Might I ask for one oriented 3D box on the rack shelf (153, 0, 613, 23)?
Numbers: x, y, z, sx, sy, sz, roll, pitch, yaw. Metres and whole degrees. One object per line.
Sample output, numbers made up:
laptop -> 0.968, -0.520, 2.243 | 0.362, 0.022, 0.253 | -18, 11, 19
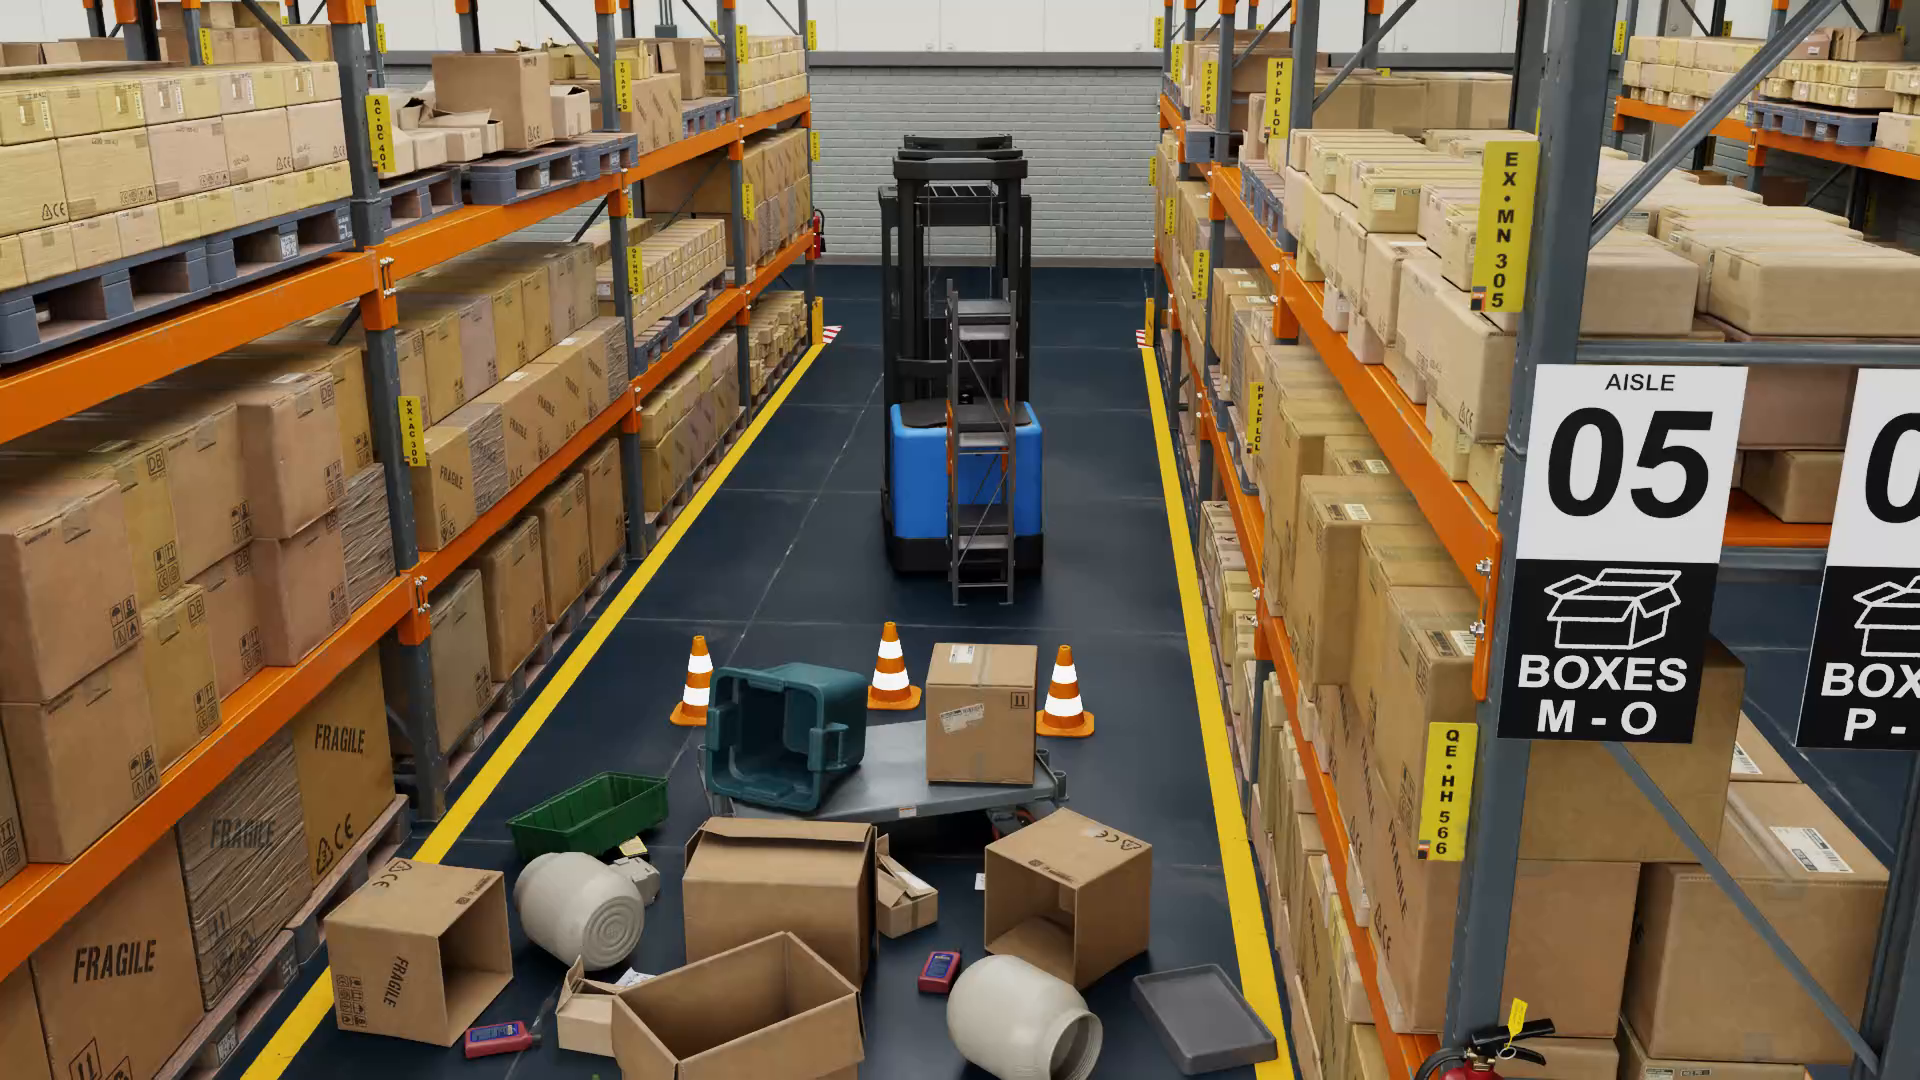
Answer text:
rack shelf -> -2.914, -2.999, 8.920 | 1.077, 0.370, 4.000 | 1, 18, 4

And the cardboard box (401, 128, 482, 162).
cardboard box -> -2.698, -2.041, 8.586 | 0.380, 0.149, 0.250 | 1, 18, 4

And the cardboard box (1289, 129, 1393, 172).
cardboard box -> 1.539, -1.574, 6.714 | 0.380, 0.149, 0.250 | 1, 18, 3

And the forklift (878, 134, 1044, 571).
forklift -> -0.046, -1.586, 12.556 | 1.130, 2.935, 3.031 | -1, 18, -4

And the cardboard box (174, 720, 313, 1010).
cardboard box -> -3.233, 1.225, 6.604 | 0.875, 0.875, 0.875 | 1, 18, 4

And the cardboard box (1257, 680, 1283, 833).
cardboard box -> 1.575, 0.949, 7.248 | 0.500, 0.500, 0.500 | 2, 18, 7

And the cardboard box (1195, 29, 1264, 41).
cardboard box -> 2.525, -4.605, 15.842 | 0.797, 0.503, 0.637 | 3, 18, 8

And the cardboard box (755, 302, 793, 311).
cardboard box -> -2.031, -2.504, 18.196 | 0.380, 0.149, 0.250 | 1, 18, 2

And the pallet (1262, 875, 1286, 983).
pallet -> 1.874, 1.555, 7.338 | 1.003, 0.211, 1.213 | 1, 18, 4

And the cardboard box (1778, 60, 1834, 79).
cardboard box -> 7.005, -3.882, 13.725 | 0.380, 0.149, 0.250 | 2, 18, 5

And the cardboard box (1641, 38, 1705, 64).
cardboard box -> 7.361, -5.040, 17.130 | 0.500, 0.250, 0.500 | 1, 18, 4

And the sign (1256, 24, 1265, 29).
sign -> 3.287, -5.498, 18.274 | 0.100, 0.325, 0.005 | 1, 18, 4

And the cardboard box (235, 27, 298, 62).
cardboard box -> -7.206, -4.976, 16.978 | 0.700, 0.500, 0.500 | 2, 18, 6

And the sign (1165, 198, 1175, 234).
sign -> 1.907, -2.925, 15.015 | 0.100, 0.325, 0.005 | 1, 18, 4

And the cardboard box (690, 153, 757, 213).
cardboard box -> -2.209, -3.342, 15.561 | 0.500, 0.500, 0.500 | 2, 18, 5

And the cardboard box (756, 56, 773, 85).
cardboard box -> -2.120, -4.590, 16.233 | 0.500, 0.250, 0.500 | 2, 18, 5

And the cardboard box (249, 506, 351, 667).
cardboard box -> -3.089, 0.156, 6.888 | 0.875, 0.550, 0.550 | 1, 18, 4

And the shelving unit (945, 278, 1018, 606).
shelving unit -> 0.135, -0.639, 11.000 | 0.431, 2.100, 0.503 | -1, 18, -4

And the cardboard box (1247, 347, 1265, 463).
cardboard box -> 1.725, -0.670, 8.339 | 0.500, 0.500, 0.500 | 1, 18, 4

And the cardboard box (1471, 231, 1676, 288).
cardboard box -> 1.387, -0.613, 3.782 | 0.380, 0.149, 0.250 | 2, 18, 5

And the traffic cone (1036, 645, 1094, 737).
traffic cone -> 0.579, 0.810, 9.209 | 0.336, 0.463, 0.334 | 1, 18, 4

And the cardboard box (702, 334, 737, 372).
cardboard box -> -2.285, -1.674, 14.851 | 0.500, 0.250, 0.500 | 1, 18, 2

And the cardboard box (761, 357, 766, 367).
cardboard box -> -2.200, -1.819, 17.062 | 0.380, 0.149, 0.250 | 1, 18, 2

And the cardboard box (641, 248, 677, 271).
cardboard box -> -2.452, -2.211, 13.128 | 0.380, 0.149, 0.250 | 2, 18, 6

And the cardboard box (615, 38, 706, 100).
cardboard box -> -2.621, -4.100, 14.467 | 0.700, 0.500, 0.500 | 1, 18, 4

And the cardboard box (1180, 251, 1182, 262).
cardboard box -> 2.138, -2.337, 14.177 | 0.500, 0.250, 0.500 | 2, 18, 5

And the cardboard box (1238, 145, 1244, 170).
cardboard box -> 1.982, -2.434, 10.619 | 0.380, 0.149, 0.250 | 1, 18, 4

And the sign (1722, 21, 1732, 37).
sign -> 8.251, -5.424, 17.921 | 0.100, 0.325, 0.005 | 1, 18, 4

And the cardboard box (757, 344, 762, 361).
cardboard box -> -2.207, -1.876, 16.756 | 0.380, 0.149, 0.250 | 0, 18, 1

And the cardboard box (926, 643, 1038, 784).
cardboard box -> 0.109, 0.818, 7.907 | 0.500, 0.500, 0.500 | 1, 18, 4

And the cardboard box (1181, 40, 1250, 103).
cardboard box -> 2.108, -3.869, 13.762 | 0.500, 0.500, 0.500 | 1, 18, 3

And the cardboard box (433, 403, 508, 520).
cardboard box -> -2.716, -0.420, 8.728 | 0.500, 0.500, 0.500 | 1, 18, 4

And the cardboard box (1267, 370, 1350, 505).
cardboard box -> 1.581, -0.353, 6.440 | 0.700, 0.500, 0.500 | 1, 18, 4

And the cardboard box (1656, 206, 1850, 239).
cardboard box -> 2.003, -0.759, 4.228 | 0.380, 0.149, 0.250 | 1, 18, 4

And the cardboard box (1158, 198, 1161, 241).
cardboard box -> 2.418, -3.453, 17.985 | 0.500, 0.500, 0.500 | 1, 18, 3

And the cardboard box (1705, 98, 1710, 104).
cardboard box -> 7.262, -4.096, 15.694 | 0.380, 0.149, 0.250 | 2, 18, 6

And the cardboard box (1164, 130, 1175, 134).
cardboard box -> 2.446, -4.433, 18.327 | 0.380, 0.149, 0.250 | 2, 18, 5

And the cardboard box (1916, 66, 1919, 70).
cardboard box -> 7.422, -3.474, 12.481 | 0.380, 0.149, 0.250 | 2, 18, 5

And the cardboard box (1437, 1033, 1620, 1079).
cardboard box -> 1.414, 1.261, 4.160 | 0.380, 0.149, 0.250 | 2, 18, 6

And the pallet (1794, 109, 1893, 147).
pallet -> 7.224, -3.167, 12.757 | 1.213, 0.211, 1.003 | 1, 18, 4

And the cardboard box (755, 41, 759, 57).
cardboard box -> -2.145, -4.733, 16.030 | 0.380, 0.149, 0.250 | 1, 18, 2

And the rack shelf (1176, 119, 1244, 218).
rack shelf -> 2.317, -2.926, 12.875 | 1.077, 0.370, 4.000 | 1, 18, 4

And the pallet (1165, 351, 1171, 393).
pallet -> 2.678, -1.753, 17.435 | 1.003, 0.211, 1.213 | 1, 18, 4

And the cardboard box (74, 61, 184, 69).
cardboard box -> -3.423, -1.885, 6.829 | 0.380, 0.149, 0.250 | 1, 18, 4

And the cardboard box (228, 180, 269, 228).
cardboard box -> -2.818, -1.253, 6.182 | 0.380, 0.149, 0.250 | 1, 18, 4

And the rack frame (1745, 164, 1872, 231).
rack frame -> 7.412, -2.354, 14.791 | 1.000, 3.000, 0.127 | 1, 18, 4

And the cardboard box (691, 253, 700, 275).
cardboard box -> -2.389, -2.312, 13.913 | 0.380, 0.149, 0.250 | 0, 18, 1

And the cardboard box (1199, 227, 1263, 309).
cardboard box -> 1.950, -1.911, 11.671 | 0.500, 0.500, 0.500 | 1, 18, 2

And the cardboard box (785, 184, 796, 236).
cardboard box -> -2.042, -3.512, 17.684 | 0.500, 0.500, 0.500 | 1, 18, 4

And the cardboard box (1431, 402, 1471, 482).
cardboard box -> 1.332, -0.238, 3.919 | 0.380, 0.149, 0.250 | 1, 18, 4

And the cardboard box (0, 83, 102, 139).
cardboard box -> -2.893, -1.319, 5.102 | 0.380, 0.149, 0.250 | 2, 18, 5

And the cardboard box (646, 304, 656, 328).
cardboard box -> -2.499, -1.683, 12.470 | 0.380, 0.149, 0.250 | 2, 18, 7

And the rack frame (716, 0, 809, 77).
rack frame -> -2.197, -6.636, 18.224 | 1.000, 3.000, 0.127 | 1, 18, 4

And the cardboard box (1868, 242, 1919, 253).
cardboard box -> 7.060, -2.052, 13.032 | 0.700, 0.500, 0.500 | 1, 18, 4

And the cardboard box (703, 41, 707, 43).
cardboard box -> -2.613, -4.666, 15.825 | 0.380, 0.149, 0.250 | 2, 18, 6

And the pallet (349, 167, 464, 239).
pallet -> -3.041, -1.679, 8.219 | 0.805, 0.209, 1.217 | 1, 18, 2

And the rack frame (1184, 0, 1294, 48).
rack frame -> 2.460, -5.315, 14.192 | 1.000, 3.000, 0.127 | 1, 18, 4

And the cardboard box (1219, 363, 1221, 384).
cardboard box -> 1.846, -1.034, 10.491 | 0.380, 0.149, 0.250 | 0, 18, 0

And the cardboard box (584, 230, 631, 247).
cardboard box -> -3.026, -2.550, 14.162 | 0.380, 0.149, 0.250 | 1, 18, 3
